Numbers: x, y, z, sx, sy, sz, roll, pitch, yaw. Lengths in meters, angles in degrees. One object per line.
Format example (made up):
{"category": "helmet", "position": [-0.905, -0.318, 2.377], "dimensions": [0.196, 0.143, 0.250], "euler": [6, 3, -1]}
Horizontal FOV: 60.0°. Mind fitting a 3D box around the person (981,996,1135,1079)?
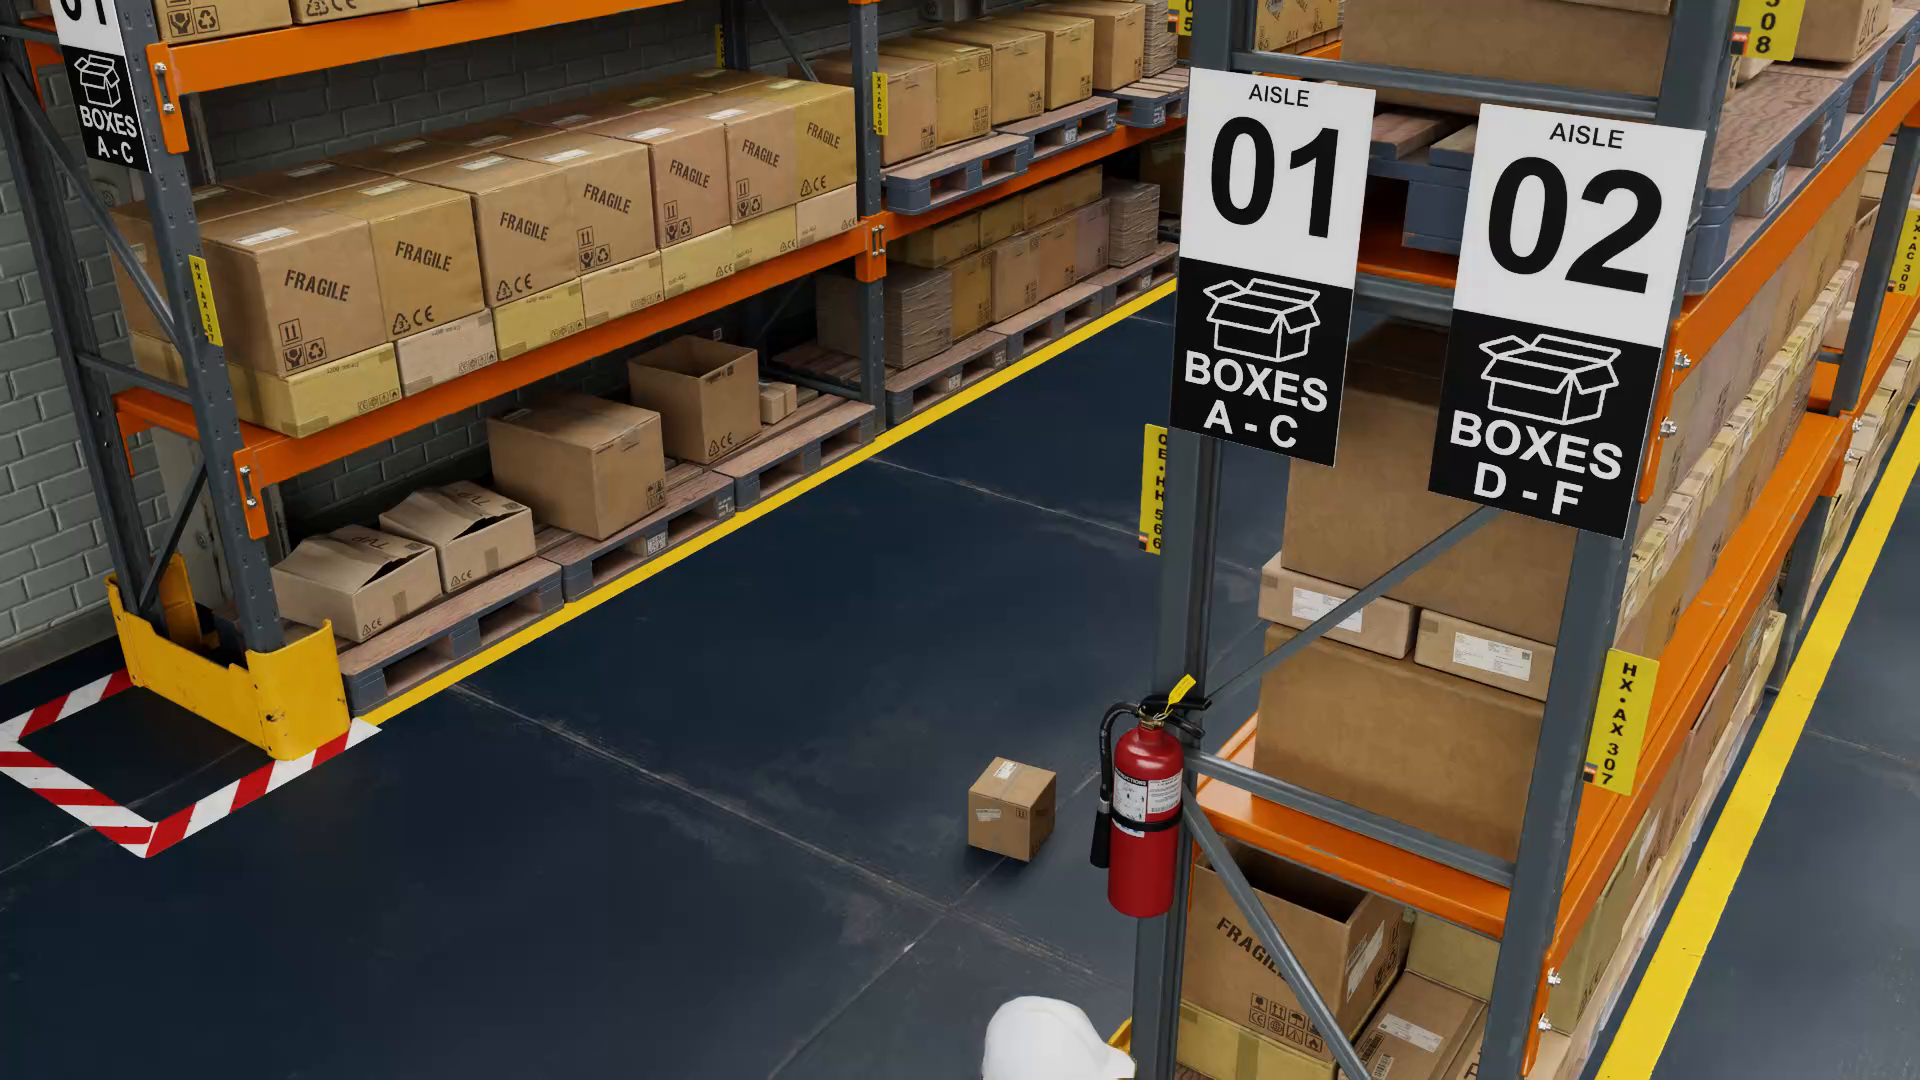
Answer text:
{"category": "person", "position": [0.170, 1.646, 3.260], "dimensions": [0.461, 1.778, 0.618], "euler": [18, 32, 31]}
